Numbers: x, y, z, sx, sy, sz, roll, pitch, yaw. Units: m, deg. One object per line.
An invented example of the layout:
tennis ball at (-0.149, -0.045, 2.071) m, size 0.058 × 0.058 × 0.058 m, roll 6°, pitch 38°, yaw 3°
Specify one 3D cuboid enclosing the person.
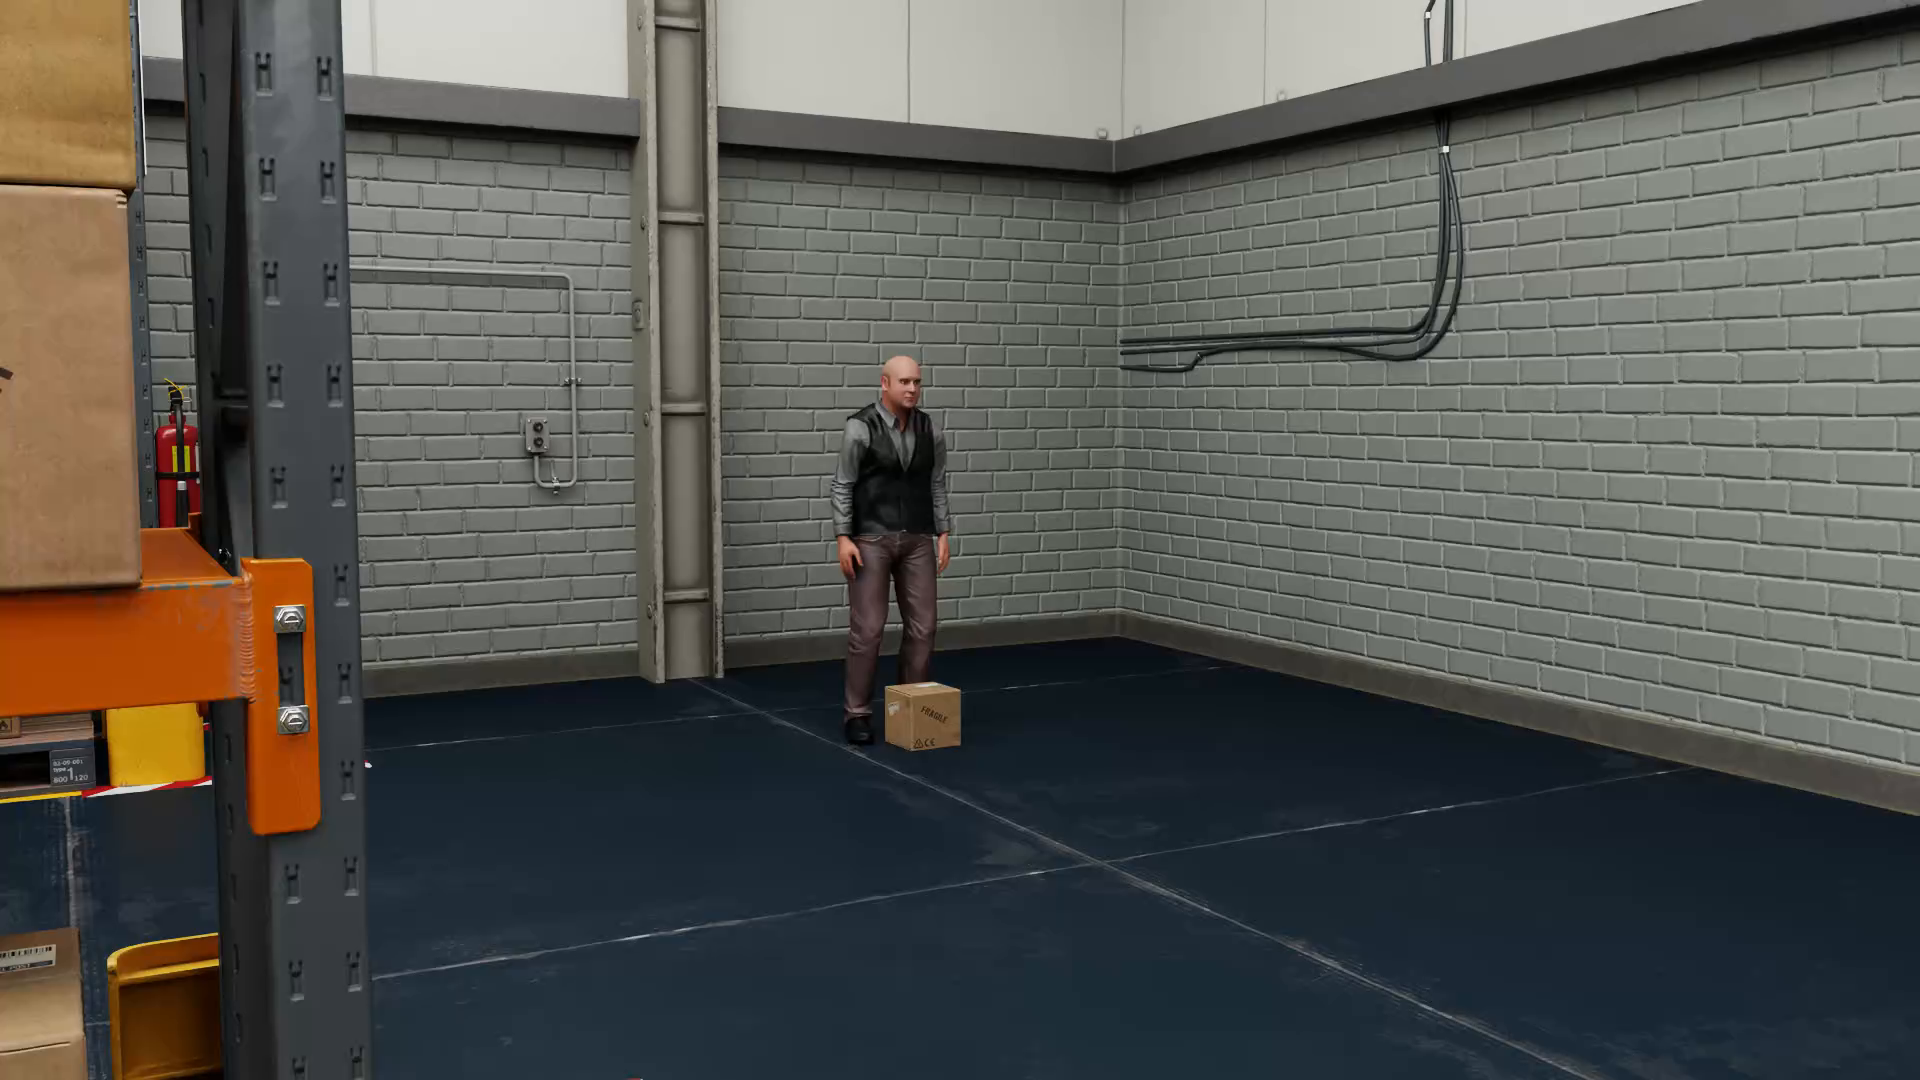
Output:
person at (-0.303, 0.030, 7.539) m, size 0.580 × 1.720 × 0.465 m, roll -3°, pitch 6°, yaw -28°
